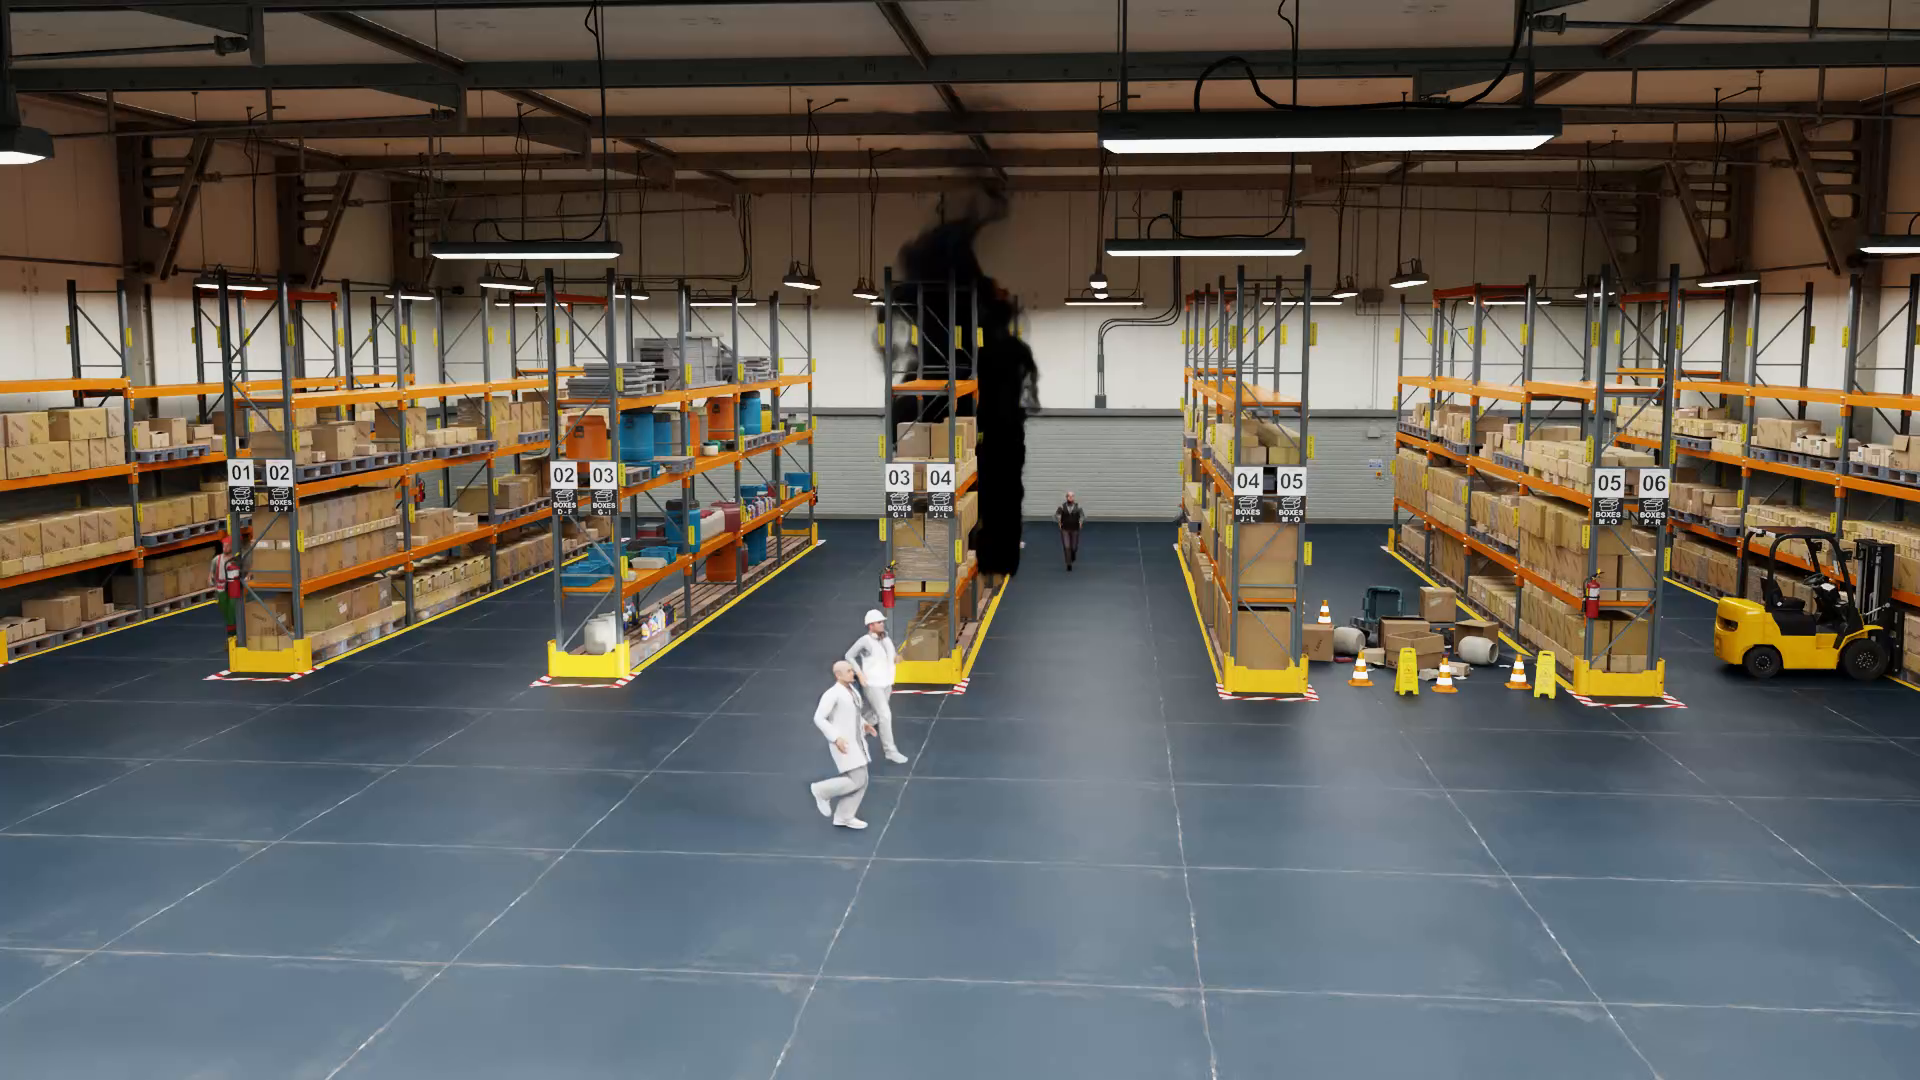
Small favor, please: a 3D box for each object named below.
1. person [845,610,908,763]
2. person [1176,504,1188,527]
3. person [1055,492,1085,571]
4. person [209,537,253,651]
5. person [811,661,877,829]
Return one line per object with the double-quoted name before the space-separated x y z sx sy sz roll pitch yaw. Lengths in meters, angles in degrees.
"person" -0.983 1.705 19.754 0.968 1.760 0.653 5 8 35
"person" 5.572 -0.738 40.758 0.542 1.564 0.664 0 7 1
"person" 2.381 -0.201 36.089 0.661 1.696 0.722 0 7 2
"person" -11.844 0.843 27.026 0.656 1.789 0.956 -1 7 -6
"person" -1.186 2.090 17.021 0.637 1.733 0.710 3 7 22
